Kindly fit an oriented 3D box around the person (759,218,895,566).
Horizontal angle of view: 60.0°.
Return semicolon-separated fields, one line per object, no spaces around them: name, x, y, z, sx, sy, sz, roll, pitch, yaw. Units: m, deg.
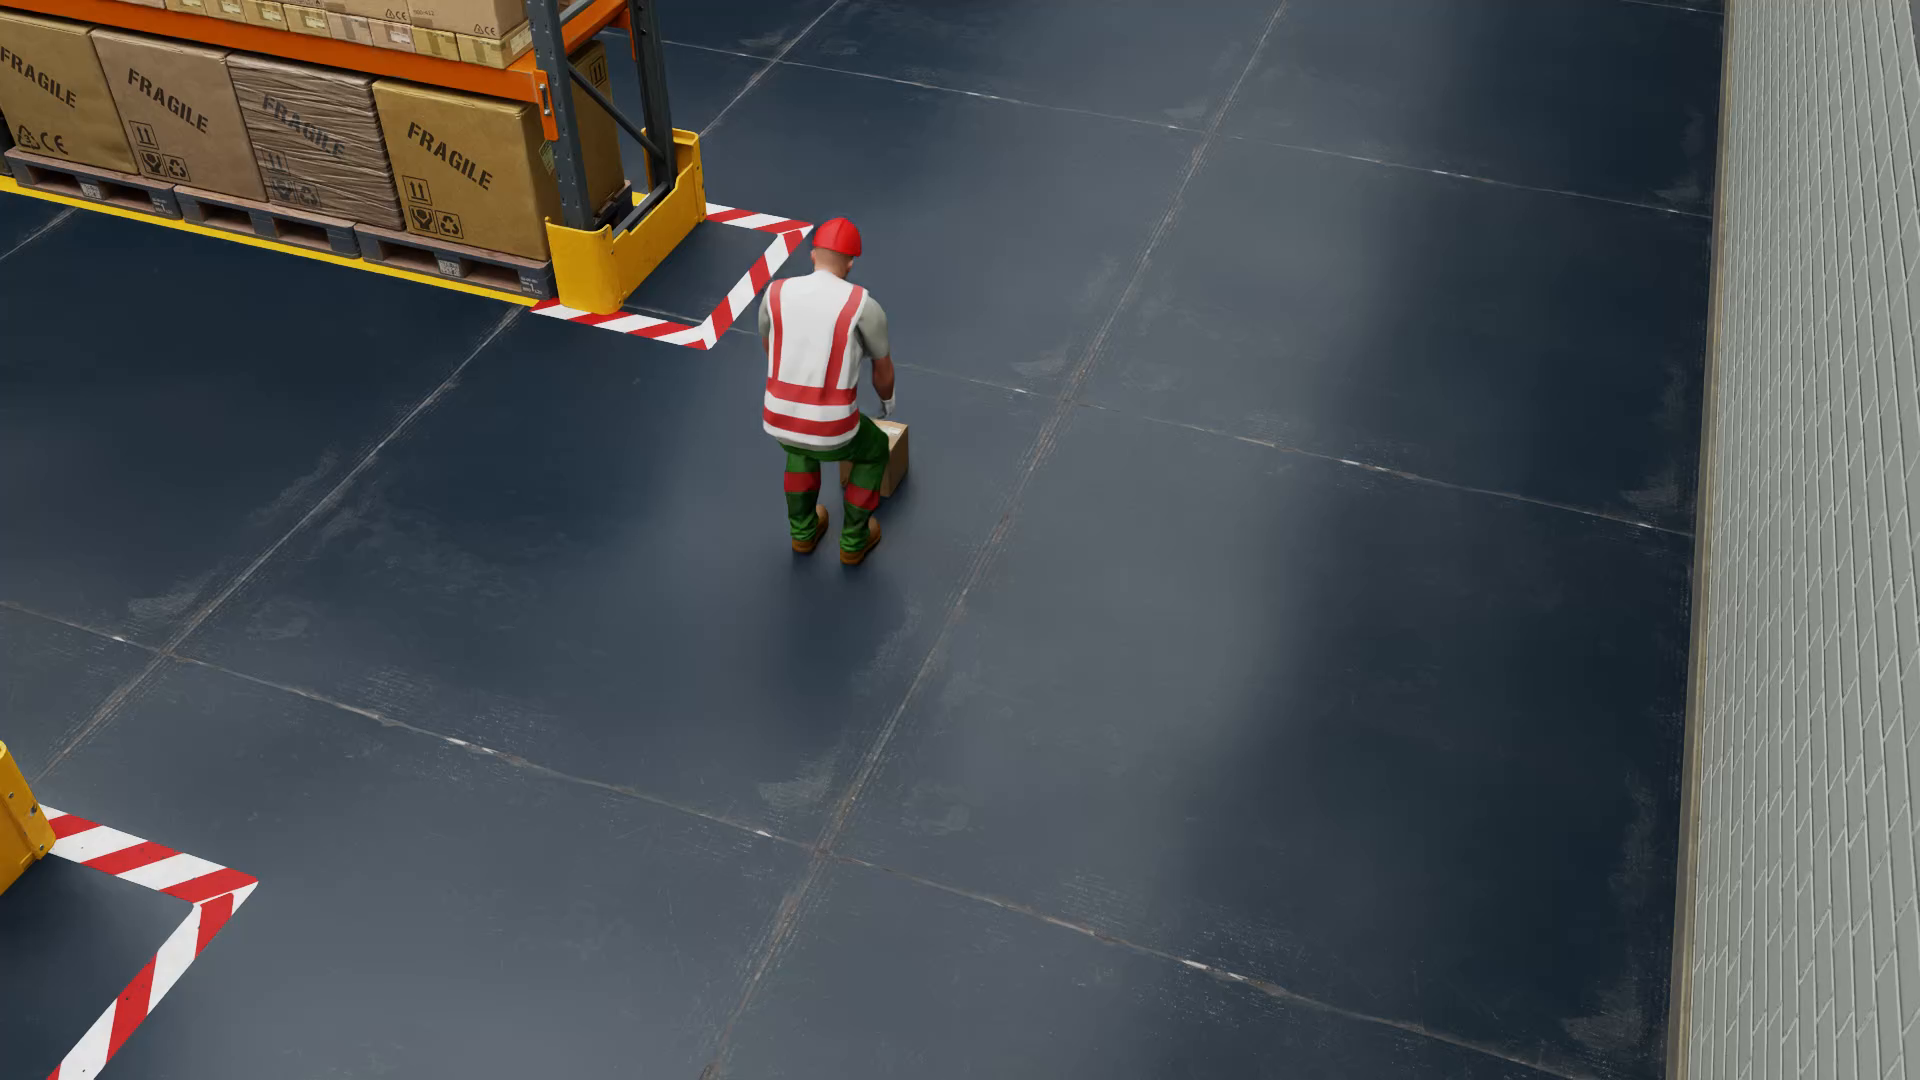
person;-0.581;-0.600;7.069;0.582;1.471;0.731;14;43;15
